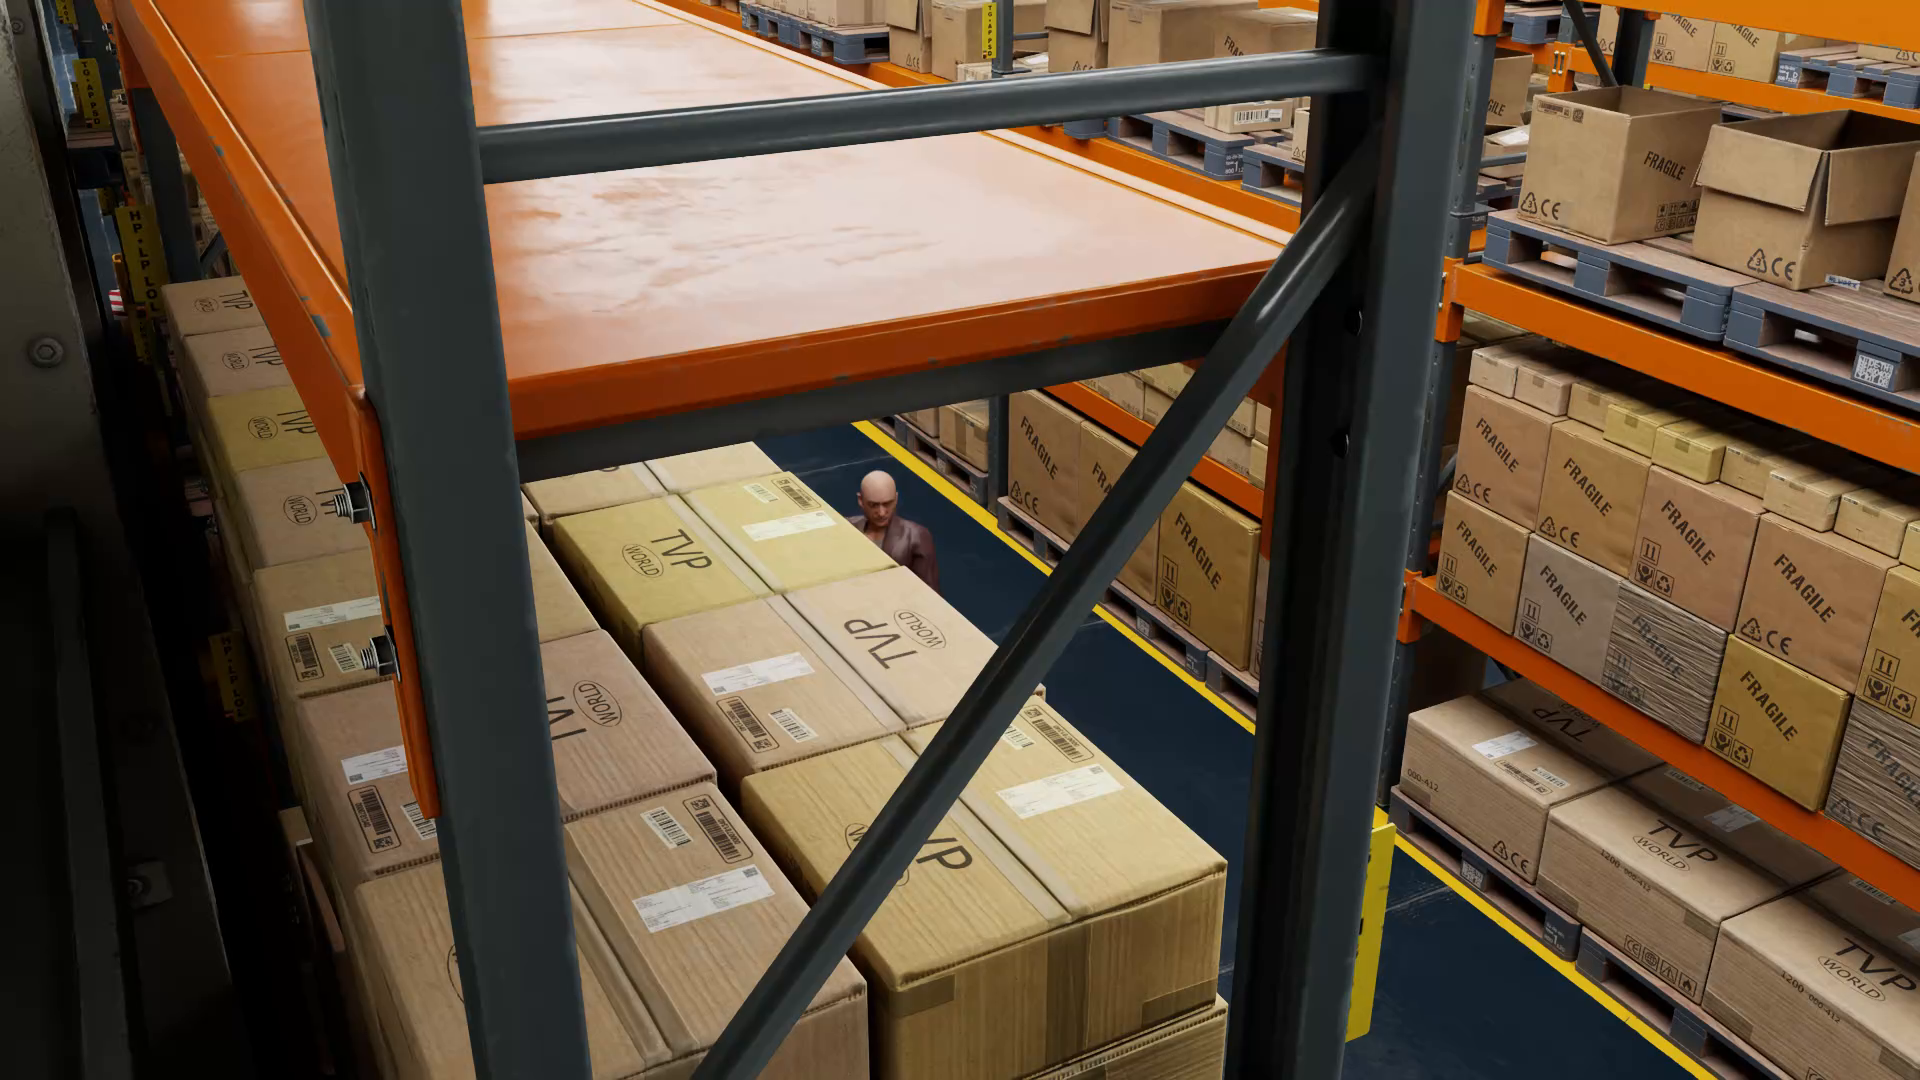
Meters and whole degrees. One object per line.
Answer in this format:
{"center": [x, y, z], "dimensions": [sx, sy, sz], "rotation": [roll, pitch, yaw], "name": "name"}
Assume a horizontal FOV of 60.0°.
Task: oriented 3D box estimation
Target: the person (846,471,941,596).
{"center": [-0.411, 0.515, 8.071], "dimensions": [0.619, 1.719, 1.115], "rotation": [7, 26, 15], "name": "person"}
